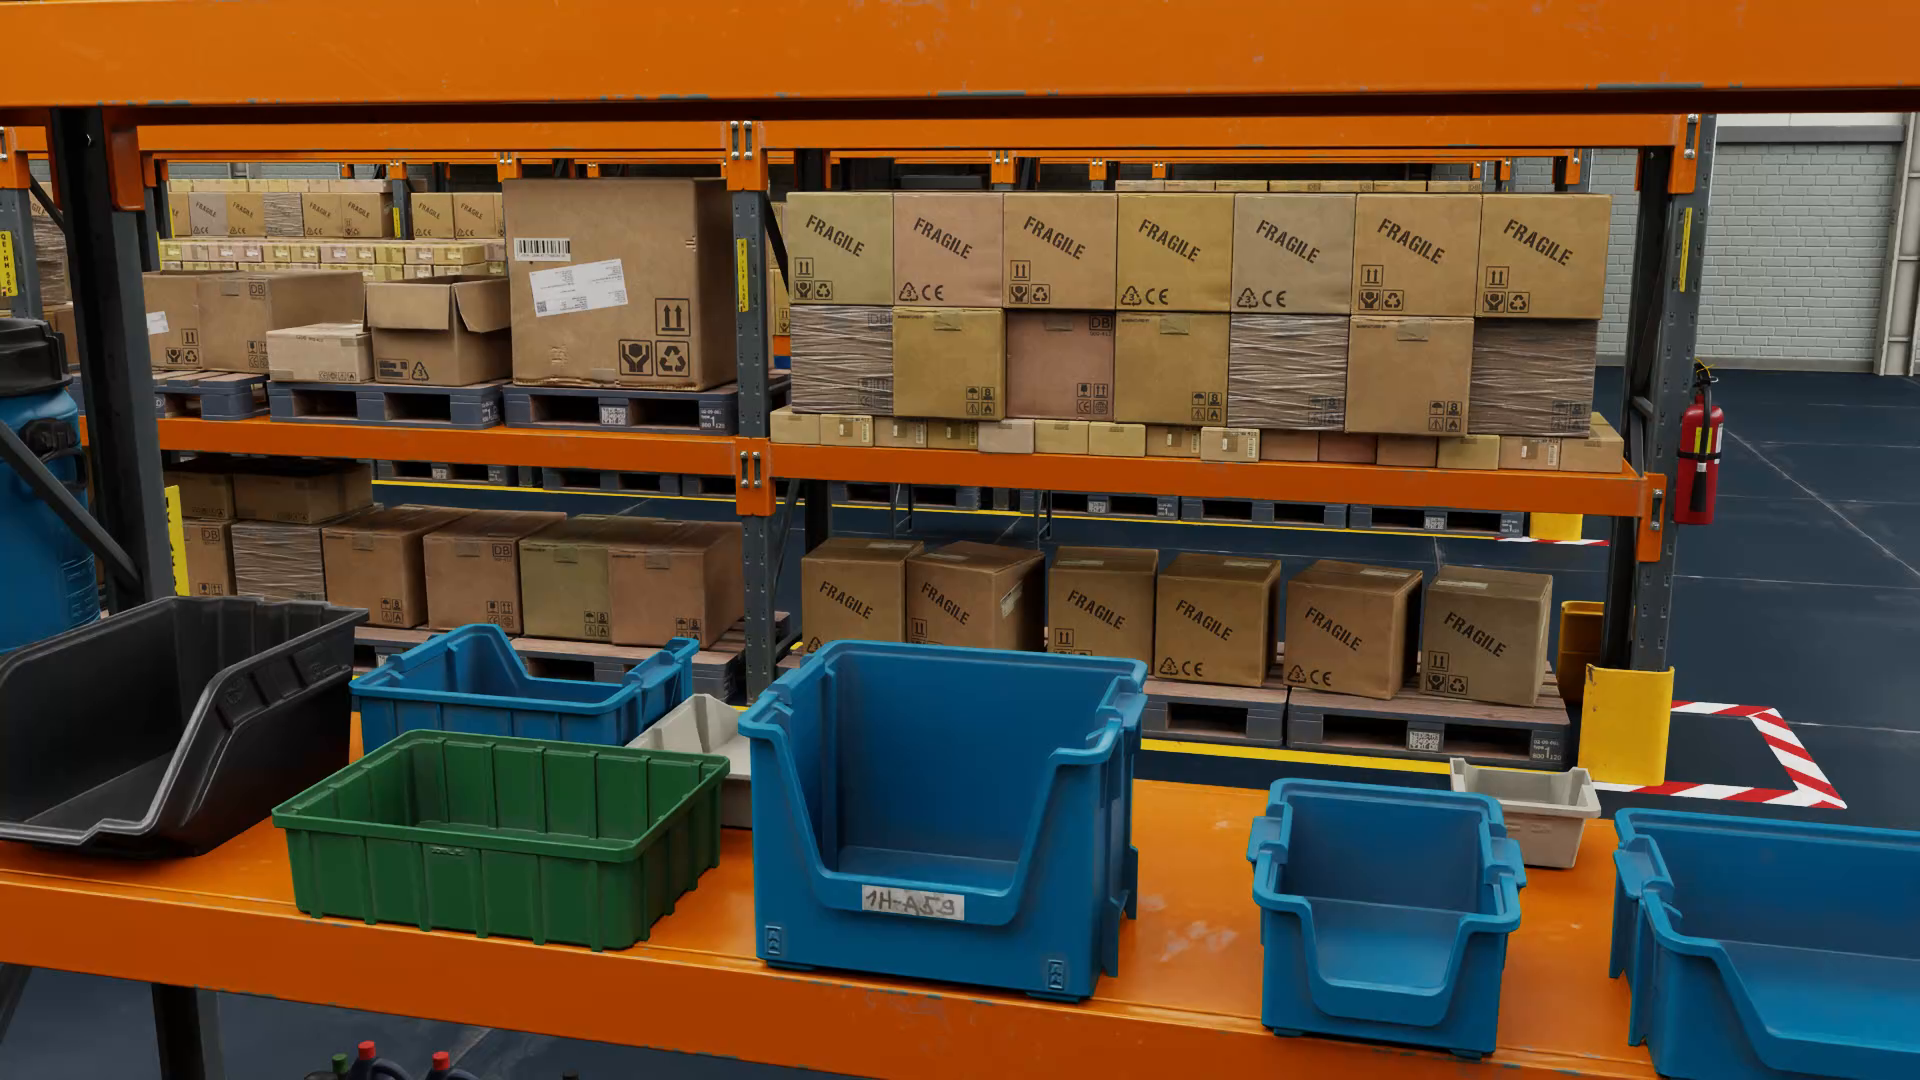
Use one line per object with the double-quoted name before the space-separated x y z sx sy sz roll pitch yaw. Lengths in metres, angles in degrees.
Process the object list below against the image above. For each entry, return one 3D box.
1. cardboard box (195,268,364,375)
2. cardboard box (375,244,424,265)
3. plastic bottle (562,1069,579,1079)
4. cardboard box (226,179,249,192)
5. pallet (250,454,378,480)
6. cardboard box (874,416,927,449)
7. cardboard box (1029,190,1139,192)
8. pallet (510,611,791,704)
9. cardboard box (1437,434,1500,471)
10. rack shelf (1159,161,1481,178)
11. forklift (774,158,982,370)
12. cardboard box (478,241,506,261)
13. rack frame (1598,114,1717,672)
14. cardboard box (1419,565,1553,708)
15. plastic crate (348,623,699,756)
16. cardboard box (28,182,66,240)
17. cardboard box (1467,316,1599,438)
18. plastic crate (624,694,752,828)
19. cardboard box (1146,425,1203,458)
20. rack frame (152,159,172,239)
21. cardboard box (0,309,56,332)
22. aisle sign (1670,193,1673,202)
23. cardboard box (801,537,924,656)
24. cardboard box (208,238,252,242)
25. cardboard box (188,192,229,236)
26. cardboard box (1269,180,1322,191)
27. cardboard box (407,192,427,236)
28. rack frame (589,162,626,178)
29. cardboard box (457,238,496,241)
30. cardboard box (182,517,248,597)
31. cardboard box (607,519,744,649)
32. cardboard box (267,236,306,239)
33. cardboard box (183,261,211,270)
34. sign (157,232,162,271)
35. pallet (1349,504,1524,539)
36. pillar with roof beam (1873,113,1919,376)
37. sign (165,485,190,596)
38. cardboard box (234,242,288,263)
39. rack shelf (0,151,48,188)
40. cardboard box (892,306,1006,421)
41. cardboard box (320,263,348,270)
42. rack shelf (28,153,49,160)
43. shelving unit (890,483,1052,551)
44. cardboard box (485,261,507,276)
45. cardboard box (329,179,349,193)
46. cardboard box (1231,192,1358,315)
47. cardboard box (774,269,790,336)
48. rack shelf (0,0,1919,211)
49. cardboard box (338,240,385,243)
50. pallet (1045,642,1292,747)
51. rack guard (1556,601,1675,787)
"cardboard box" -3.640 -1.188 8.963 0.500 0.500 0.700 5 13 22
"cardboard box" -4.537 -2.328 13.540 0.250 0.149 0.380 3 13 15
"plastic bottle" -0.849 1.365 3.754 0.185 0.351 0.144 3 13 13
"cardboard box" -8.359 -4.148 19.470 0.250 0.149 0.380 3 13 12
"pallet" -5.393 -0.743 14.594 1.213 0.211 1.003 3 13 14
"cardboard box" -0.231 -0.534 7.796 0.250 0.149 0.380 3 13 14
"cardboard box" 0.617 -1.419 7.978 0.500 0.500 0.500 3 13 14
"pallet" -1.613 0.567 8.690 1.213 0.211 1.003 3 13 14
"cardboard box" 2.203 -0.411 7.239 0.250 0.149 0.380 3 13 14
"rack shelf" 4.645 -4.892 21.591 4.000 0.370 1.077 3 13 14
"forklift" -0.357 -2.400 15.783 3.031 2.935 1.130 -3 13 -13
"cardboard box" -3.860 -2.437 14.031 0.250 0.149 0.380 3 13 14
"rack frame" 3.027 -0.547 7.272 0.127 3.000 1.000 3 13 14
"cardboard box" 2.425 0.433 7.659 0.500 0.500 0.500 6 14 24
"plastic crate" -0.904 0.360 3.528 0.616 0.251 0.499 3 13 14
"cardboard box" -7.858 -2.857 14.459 0.500 0.500 0.500 3 13 12
"cardboard box" 2.499 -0.775 7.384 0.500 0.500 0.875 3 13 14
"plastic crate" -0.406 0.447 3.402 0.437 0.136 0.530 3 13 14
"cardboard box" 0.993 -0.479 7.546 0.250 0.149 0.380 3 13 14
"rack frame" -7.337 -2.207 14.756 0.127 3.000 1.000 3 13 14
"cardboard box" -5.279 -0.984 9.013 0.500 0.500 0.500 3 13 15
"aisle sign" 3.159 -1.876 7.260 0.004 0.787 0.394 3 13 14
"cardboard box" -0.478 0.290 8.301 0.500 0.500 0.500 3 13 12
"cardboard box" -6.389 -2.573 14.640 0.250 0.149 0.380 3 13 12
"cardboard box" -8.730 -3.863 19.679 0.500 0.500 0.500 3 13 13
"cardboard box" 3.393 -3.381 16.822 0.500 0.500 0.700 3 13 13
"cardboard box" -6.654 -3.866 19.694 0.500 0.500 0.500 3 13 14
"rack frame" -5.064 -4.297 24.177 0.127 3.000 1.000 3 13 14
"cardboard box" -5.377 -3.321 18.968 0.500 0.250 0.500 3 13 14
"cardboard box" -4.085 0.074 9.229 0.500 0.500 0.700 2 13 11
"cardboard box" -1.448 0.215 8.595 0.500 0.500 0.700 2 13 9
"cardboard box" -7.753 -3.321 19.546 0.500 0.500 0.500 3 13 13
"cardboard box" -6.309 -2.278 13.999 0.250 0.149 0.380 2 13 11
"sign" -4.619 -1.603 9.543 0.005 0.325 0.100 3 13 14
"pallet" 3.518 -0.248 12.364 1.213 0.211 1.003 3 13 14
"pillar with roof beam" 10.921 -5.612 16.254 0.400 9.000 9.100 3 13 14
"sign" -1.901 0.037 4.002 0.005 0.325 0.100 3 13 14
"cardboard box" -5.809 -2.396 13.844 0.250 0.149 0.380 4 13 16
"rack shelf" -6.682 -2.179 9.364 4.000 0.370 1.077 3 13 14
"cardboard box" 0.042 -0.878 7.850 0.500 0.500 0.875 3 13 14
"cardboard box" -5.042 -2.210 13.694 0.250 0.149 0.380 3 13 13
"rack shelf" -9.279 -3.424 14.977 4.000 0.370 1.077 3 13 14
"shelving unit" 0.083 -0.728 11.551 1.048 1.500 0.538 3 13 14
"cardboard box" -3.875 -2.294 14.074 0.250 0.149 0.380 4 13 16
"cardboard box" -7.094 -4.107 19.285 0.250 0.149 0.380 3 13 14
"cardboard box" 1.462 -1.257 7.246 0.500 0.500 0.500 3 13 14
"cardboard box" -1.122 -1.864 12.979 0.500 0.500 0.500 3 13 14
"rack shelf" -0.102 -0.722 2.798 4.000 0.370 1.077 3 13 14
"cardboard box" -5.132 -2.505 14.336 0.250 0.149 0.380 3 13 15
"pallet" 0.992 0.697 8.103 1.213 0.211 1.003 3 13 14
"rack guard" 2.953 0.670 7.560 0.348 0.500 1.175 3 13 14
